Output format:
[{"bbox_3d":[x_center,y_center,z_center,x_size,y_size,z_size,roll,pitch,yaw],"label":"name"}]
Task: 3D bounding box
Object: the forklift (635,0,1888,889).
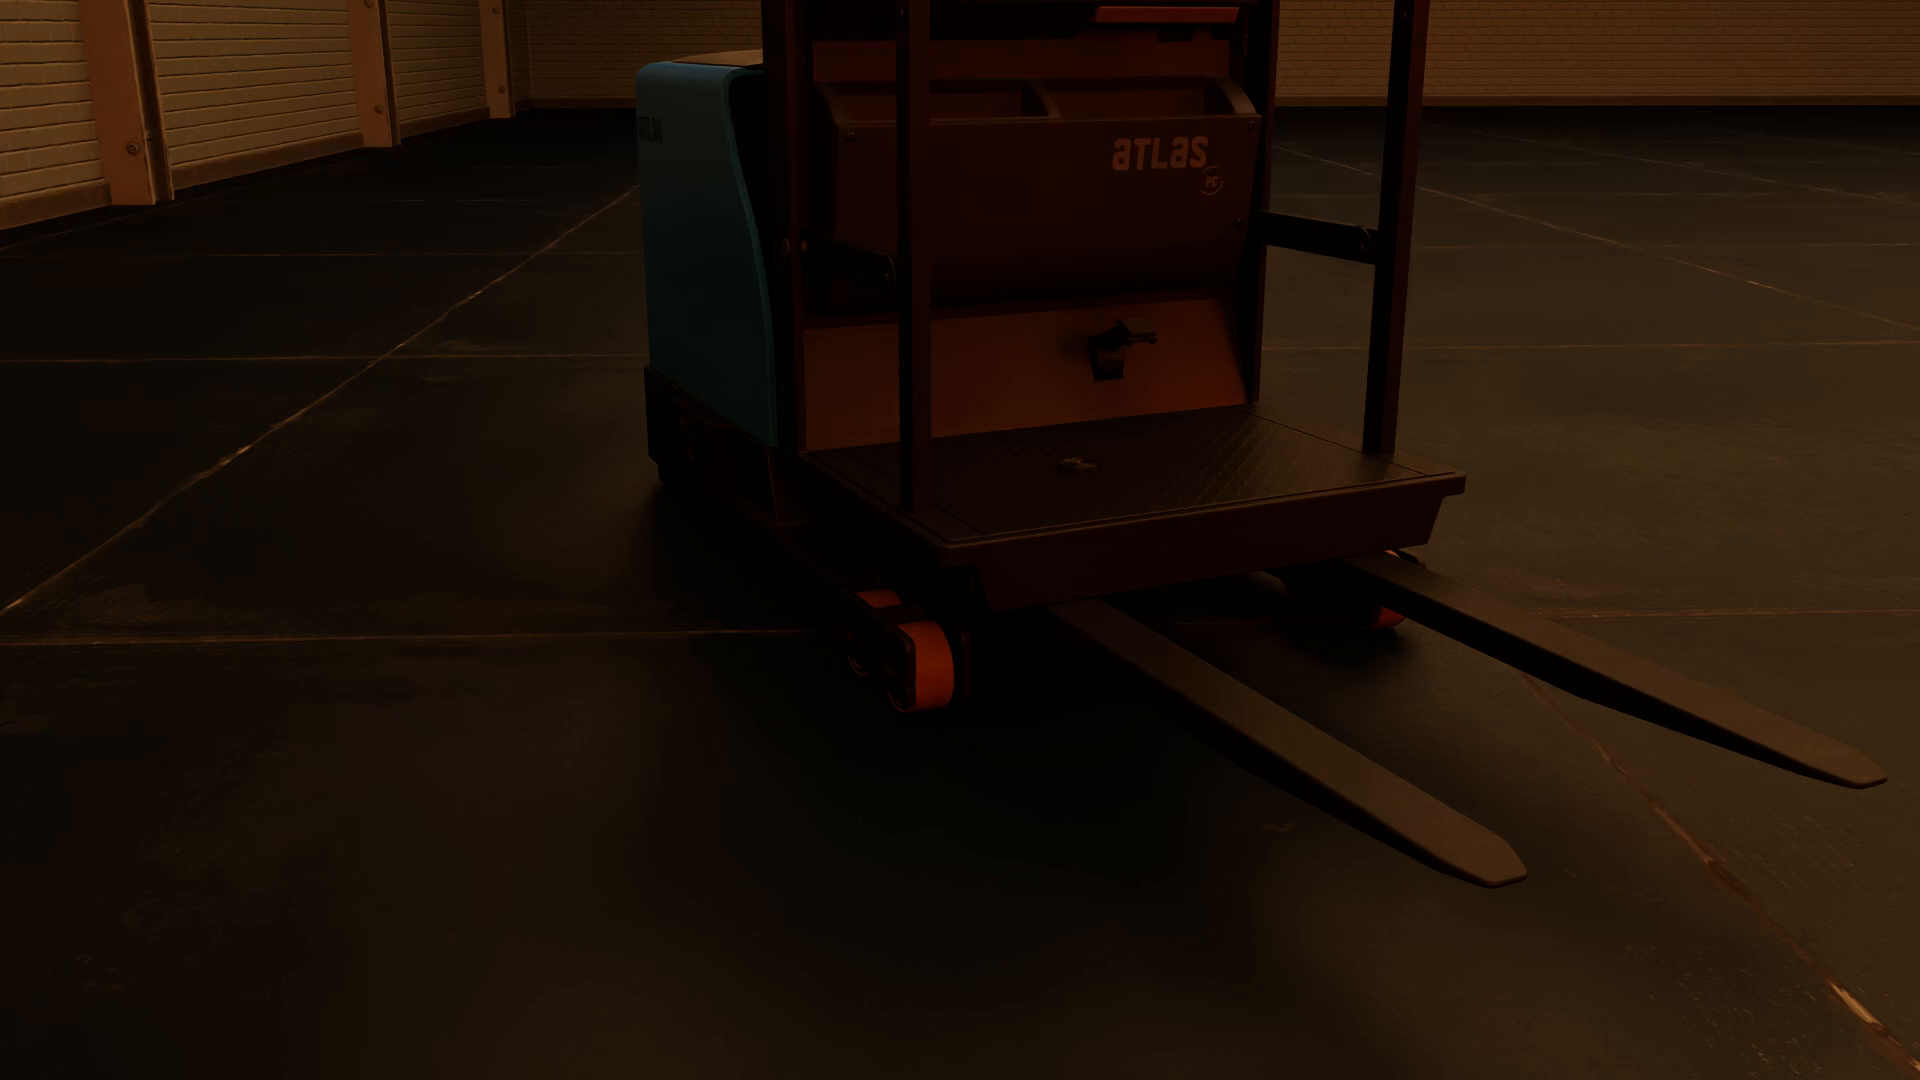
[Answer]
[{"bbox_3d":[0.258,-1.240,2.962,1.130,2.935,3.031,-8,19,-24],"label":"forklift"}]
